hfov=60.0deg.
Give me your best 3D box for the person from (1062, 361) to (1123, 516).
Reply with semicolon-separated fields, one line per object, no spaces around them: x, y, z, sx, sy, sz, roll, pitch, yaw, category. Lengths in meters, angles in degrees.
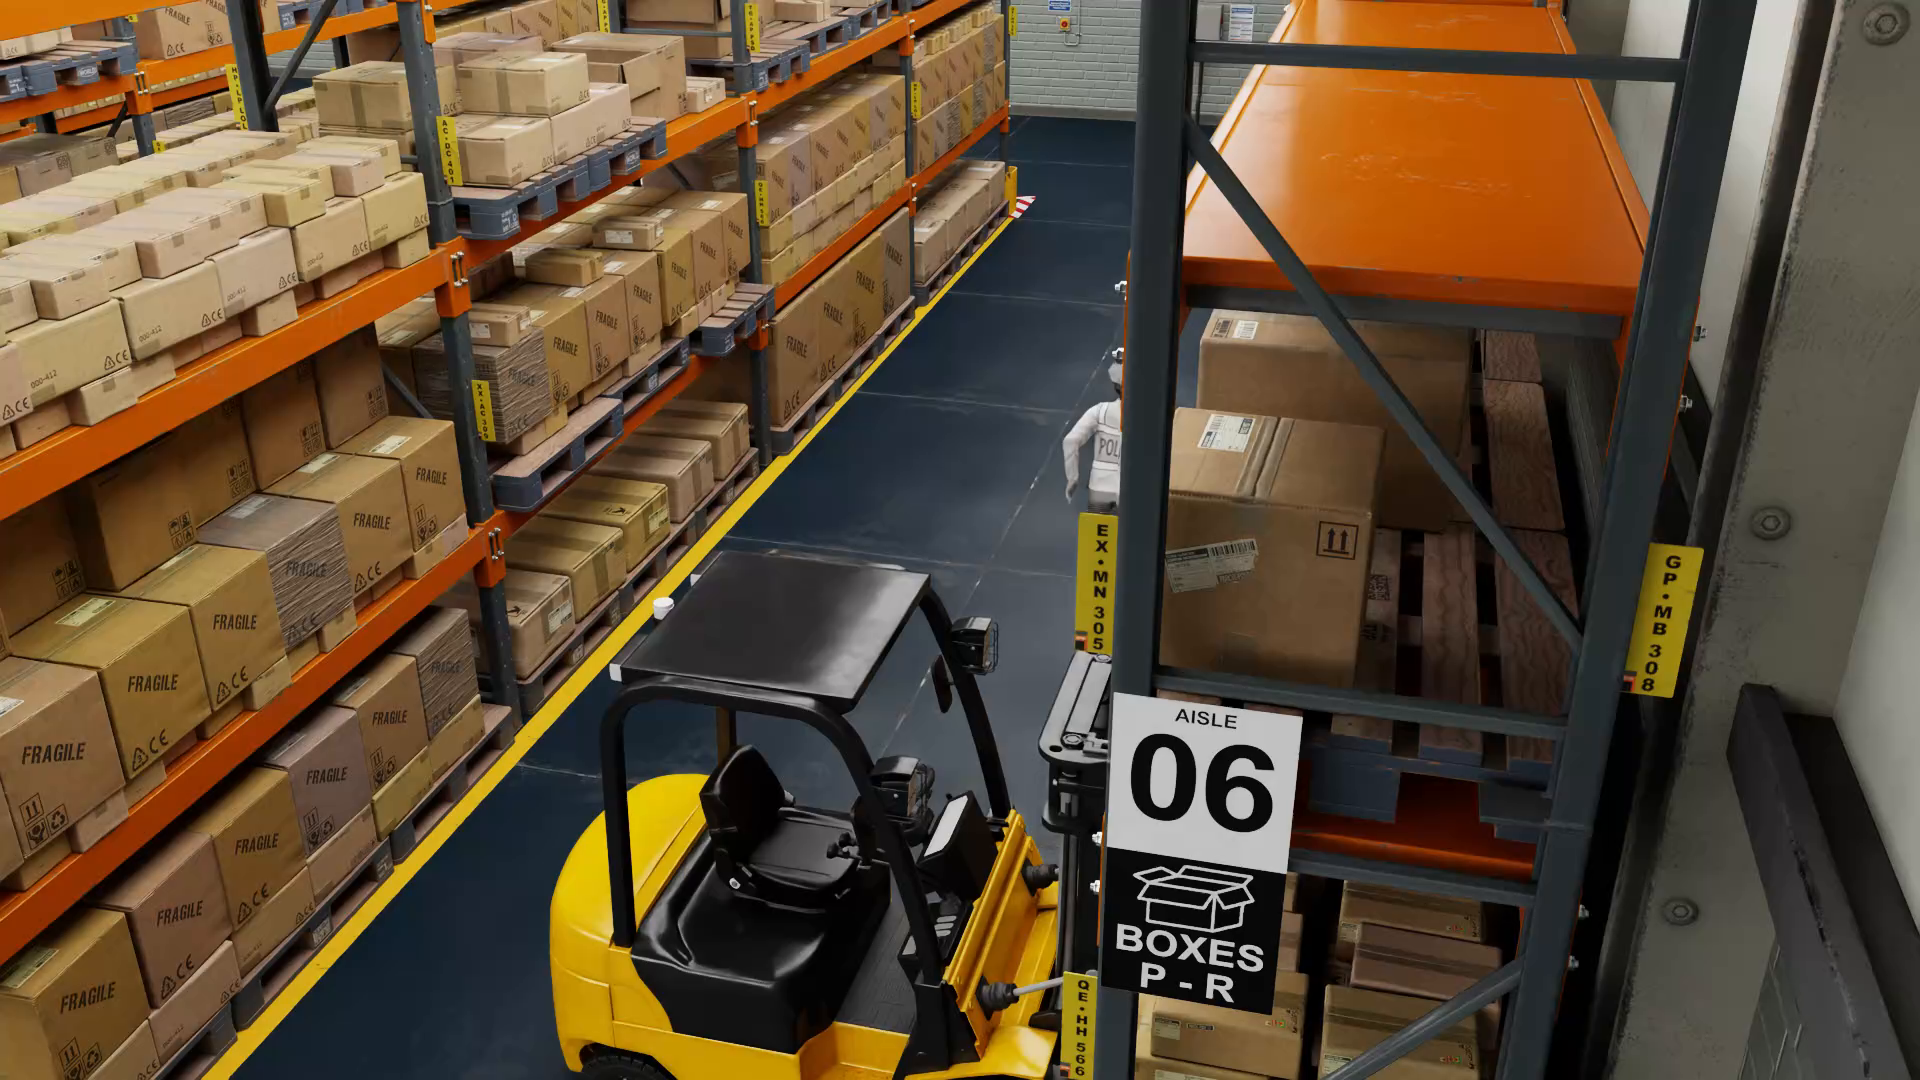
0.977;-0.316;10.418;0.628;1.611;0.754;8;27;17;person
